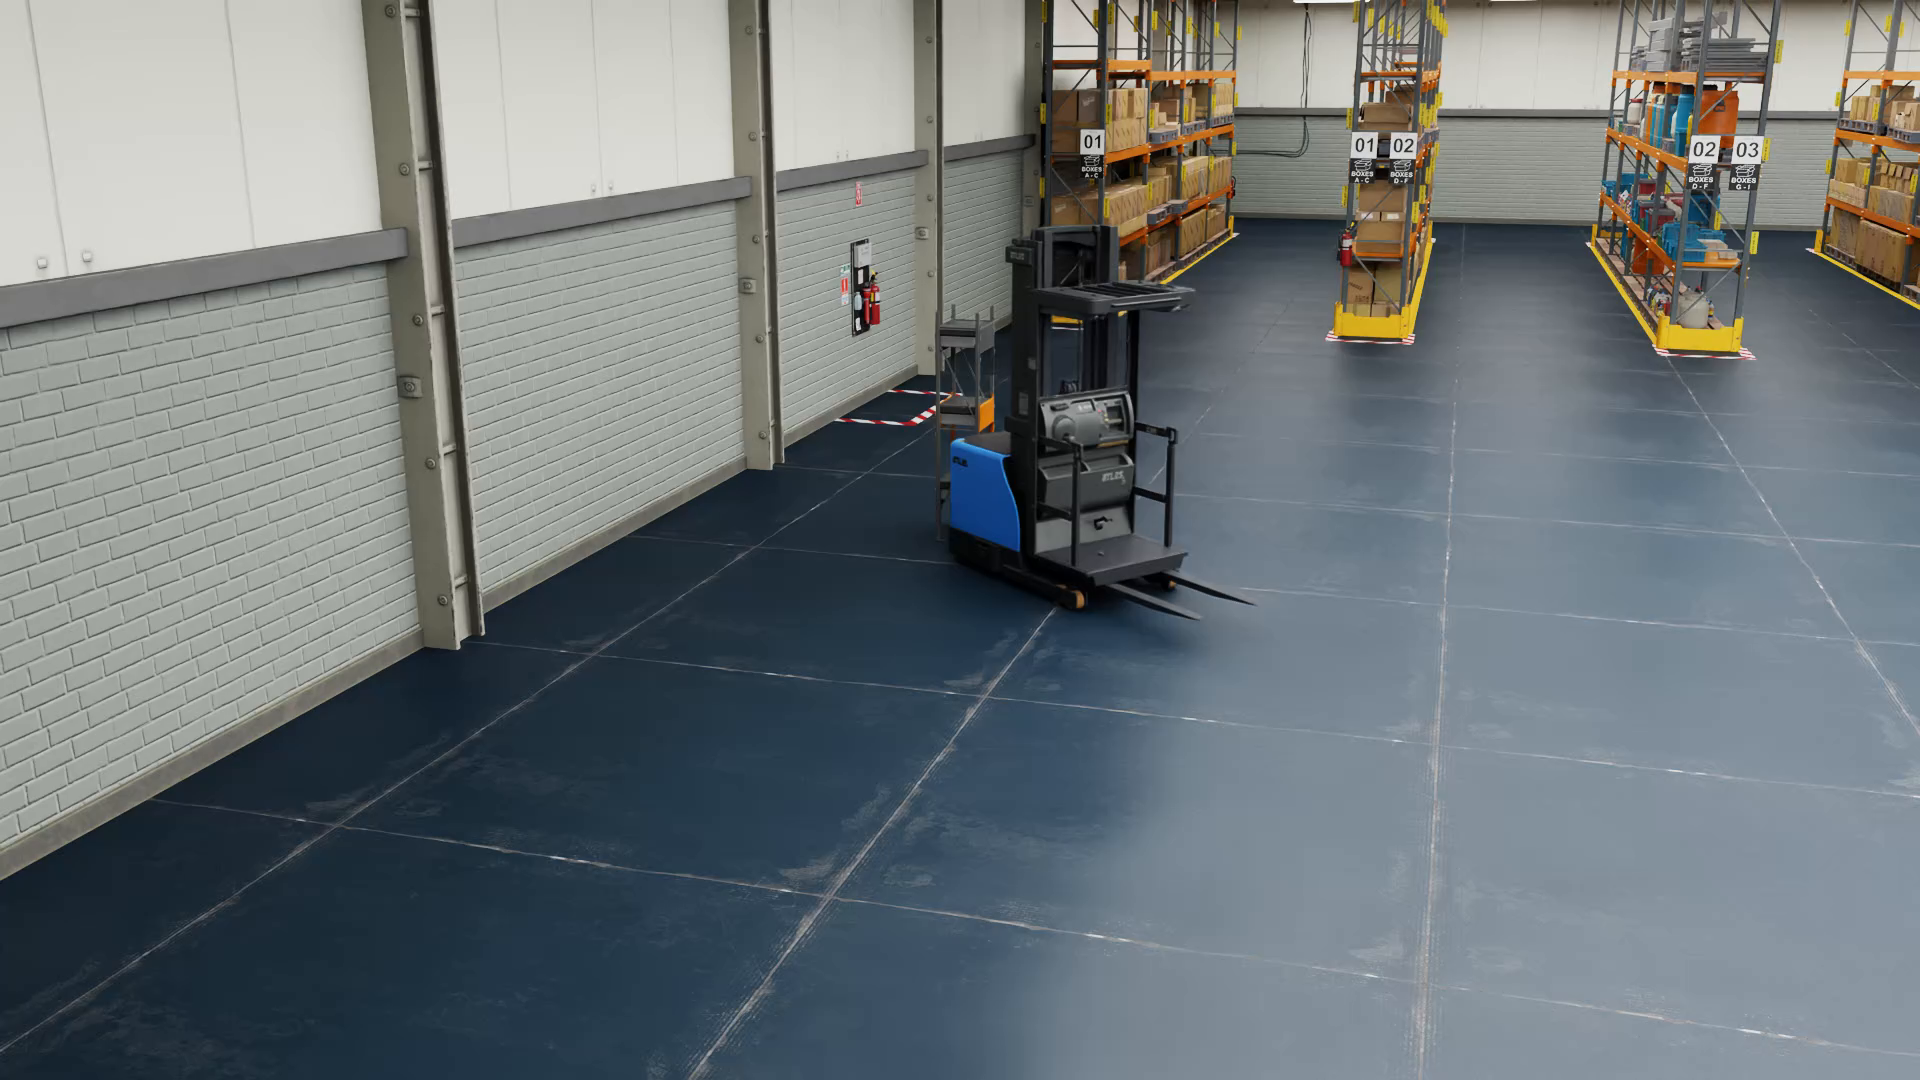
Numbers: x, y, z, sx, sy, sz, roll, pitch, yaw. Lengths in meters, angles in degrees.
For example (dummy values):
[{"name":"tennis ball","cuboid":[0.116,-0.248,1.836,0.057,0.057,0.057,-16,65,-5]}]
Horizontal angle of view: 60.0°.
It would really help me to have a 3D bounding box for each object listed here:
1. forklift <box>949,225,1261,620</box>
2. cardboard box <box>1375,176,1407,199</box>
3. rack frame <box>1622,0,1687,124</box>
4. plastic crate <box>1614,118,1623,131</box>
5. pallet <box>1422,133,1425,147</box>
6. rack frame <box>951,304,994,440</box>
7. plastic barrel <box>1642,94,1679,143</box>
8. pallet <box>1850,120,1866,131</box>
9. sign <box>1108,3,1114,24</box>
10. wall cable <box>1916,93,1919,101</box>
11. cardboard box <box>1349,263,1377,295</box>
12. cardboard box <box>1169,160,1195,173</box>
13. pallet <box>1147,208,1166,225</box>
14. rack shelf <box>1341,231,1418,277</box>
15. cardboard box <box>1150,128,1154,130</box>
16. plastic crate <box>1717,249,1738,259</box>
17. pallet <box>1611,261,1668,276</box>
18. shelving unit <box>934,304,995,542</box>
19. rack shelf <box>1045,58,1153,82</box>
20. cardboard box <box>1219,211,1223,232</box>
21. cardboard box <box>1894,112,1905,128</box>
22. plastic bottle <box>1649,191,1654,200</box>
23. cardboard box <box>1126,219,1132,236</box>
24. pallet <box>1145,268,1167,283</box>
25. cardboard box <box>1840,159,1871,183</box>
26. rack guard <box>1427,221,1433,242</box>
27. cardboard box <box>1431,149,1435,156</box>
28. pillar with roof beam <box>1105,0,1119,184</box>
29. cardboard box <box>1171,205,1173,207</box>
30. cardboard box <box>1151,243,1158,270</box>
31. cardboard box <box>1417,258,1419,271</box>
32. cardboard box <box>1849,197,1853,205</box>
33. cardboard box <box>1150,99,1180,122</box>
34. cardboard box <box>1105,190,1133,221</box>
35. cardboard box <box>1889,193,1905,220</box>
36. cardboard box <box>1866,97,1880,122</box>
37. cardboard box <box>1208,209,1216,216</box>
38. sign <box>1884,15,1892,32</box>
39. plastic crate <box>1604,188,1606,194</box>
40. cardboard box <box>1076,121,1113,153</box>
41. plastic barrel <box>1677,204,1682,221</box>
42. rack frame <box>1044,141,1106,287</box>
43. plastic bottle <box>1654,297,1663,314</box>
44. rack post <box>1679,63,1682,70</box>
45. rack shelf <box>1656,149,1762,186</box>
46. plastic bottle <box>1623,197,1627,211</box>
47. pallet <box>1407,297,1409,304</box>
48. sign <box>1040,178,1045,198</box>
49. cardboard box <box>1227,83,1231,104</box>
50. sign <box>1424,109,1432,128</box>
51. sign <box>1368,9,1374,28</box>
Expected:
[{"name":"forklift","cuboid":[1.162,-0.995,13.387,1.130,2.935,3.031,-11,19,-34]},{"name":"cardboard box","cuboid":[6.965,-5.709,27.321,0.700,0.500,0.500,4,16,14]},{"name":"rack frame","cuboid":[14.819,-10.405,35.442,1.000,3.000,0.127,5,16,16]},{"name":"plastic crate","cuboid":[15.030,-9.395,37.597,0.437,0.282,0.530,5,16,16]},{"name":"pallet","cuboid":[7.580,-6.986,29.048,1.003,0.211,1.213,5,16,16]},{"name":"rack frame","cuboid":[0.116,-1.117,15.341,0.400,2.100,0.015,5,16,16]},{"name":"plastic barrel","cuboid":[13.241,-7.958,31.395,0.600,0.901,0.600,0,16,0]},{"name":"pallet","cuboid":[20.159,-9.066,36.383,1.003,0.211,1.213,5,16,16]},{"name":"sign","cuboid":[2.430,-8.479,26.795,0.100,0.325,0.005,5,16,16]},{"name":"wall cable","cuboid":[25.616,-13.827,41.612,2.277,5.999,0.120,5,16,16]},{"name":"cardboard box","cuboid":[6.798,-4.430,28.268,0.500,0.500,0.500,5,16,16]},{"name":"cardboard box","cuboid":[4.850,-8.172,36.427,0.500,0.250,0.500,5,17,16]},{"name":"pallet","cuboid":[3.404,-6.290,32.281,1.003,0.211,1.213,5,16,16]},{"name":"rack shelf","cuboid":[7.229,-4.941,28.493,1.077,0.370,4.000,5,16,16]},{"name":"cardboard box","cuboid":[3.454,-8.094,32.186,0.500,0.311,0.500,5,17,18]},{"name":"plastic crate","cuboid":[11.972,-4.461,25.965,0.298,0.136,0.250,5,16,16]},{"name":"pallet","cuboid":[14.215,-5.658,34.812,1.003,0.211,1.213,5,16,16]},{"name":"shelving unit","cuboid":[0.047,-1.053,15.116,0.431,2.100,0.503,5,16,16]},{"name":"rack shelf","cuboid":[2.479,-8.209,29.025,1.077,0.370,4.000,5,16,16]},{"name":"cardboard box","cuboid":[6.212,-8.011,41.808,0.700,0.500,0.500,5,16,16]},{"name":"cardboard box","cuboid":[19.170,-8.457,33.465,0.500,0.311,0.500,4,16,14]},{"name":"plastic bottle","cuboid":[14.733,-7.240,35.369,0.144,0.351,0.185,5,16,16]},{"name":"cardboard box","cuboid":[2.783,-5.590,29.698,0.500,0.250,0.500,5,17,16]},{"name":"pallet","cuboid":[3.612,-5.376,33.818,1.003,0.211,1.213,5,16,16]},{"name":"cardboard box","cuboid":[20.026,-8.241,37.164,0.500,0.500,0.500,4,16,14]},{"name":"rack guard","cuboid":[11.186,-7.728,41.579,1.175,0.500,0.348,5,16,16]},{"name":"cardboard box","cuboid":[11.059,-9.073,39.726,0.500,0.500,0.500,5,17,17]},{"name":"pillar with roof beam","cuboid":[7.112,-9.520,32.321,9.100,9.000,0.400,5,16,16]},{"name":"cardboard box","cuboid":[4.499,-7.197,35.551,0.380,0.149,0.250,4,16,15]},{"name":"cardboard box","cuboid":[3.657,-5.799,33.973,0.700,0.500,0.500,5,16,16]},{"name":"cardboard box","cuboid":[9.018,-5.580,33.695,0.500,0.250,0.500,5,17,17]},{"name":"cardboard box","cuboid":[19.632,-7.388,36.261,0.380,0.149,0.250,5,17,17]},{"name":"cardboard box","cuboid":[4.367,-9.217,35.763,0.700,0.500,0.500,4,16,13]},{"name":"cardboard box","cuboid":[2.772,-5.946,29.581,0.500,0.500,0.500,5,17,18]},{"name":"cardboard box","cuboid":[18.625,-6.551,32.664,0.500,0.500,0.500,4,16,14]},{"name":"cardboard box","cuboid":[19.890,-9.226,35.646,0.700,0.500,0.500,6,17,19]},{"name":"cardboard box","cuboid":[6.052,-7.998,40.574,0.380,0.149,0.250,4,16,14]},{"name":"sign","cuboid":[19.043,-10.596,34.113,0.100,0.325,0.005,5,16,16]},{"name":"plastic crate","cuboid":[15.207,-8.173,38.941,0.250,0.136,0.298,5,16,16]},{"name":"cardboard box","cuboid":[2.245,-6.716,27.715,0.500,0.500,0.500,5,17,17]},{"name":"plastic barrel","cuboid":[13.028,-5.724,29.685,0.433,0.535,0.433,0,16,0]},{"name":"rack frame","cuboid":[1.910,-5.147,27.900,1.000,3.000,0.127,5,16,16]},{"name":"plastic bottle","cuboid":[11.648,-3.895,27.670,0.152,0.276,0.135,4,16,14]},{"name":"rack post","cuboid":[14.366,-9.625,33.608,0.937,0.300,0.954,7,17,22]},{"name":"rack shelf","cuboid":[11.977,-5.999,26.726,1.077,0.370,4.000,5,16,16]},{"name":"plastic bottle","cuboid":[13.906,-7.008,34.698,0.097,0.271,0.097,0,16,0]},{"name":"pallet","cuboid":[7.531,-4.264,29.898,1.003,0.211,1.213,5,16,16]},{"name":"sign","cuboid":[1.384,-5.905,27.870,0.100,0.325,0.005,5,16,16]},{"name":"cardboard box","cuboid":[6.358,-10.972,40.888,0.500,0.500,0.500,5,17,18]},{"name":"sign","cuboid":[8.330,-7.498,29.598,0.100,0.325,0.005,5,16,16]},{"name":"sign","cuboid":[7.274,-9.223,29.420,0.100,0.325,0.005,5,16,16]}]
